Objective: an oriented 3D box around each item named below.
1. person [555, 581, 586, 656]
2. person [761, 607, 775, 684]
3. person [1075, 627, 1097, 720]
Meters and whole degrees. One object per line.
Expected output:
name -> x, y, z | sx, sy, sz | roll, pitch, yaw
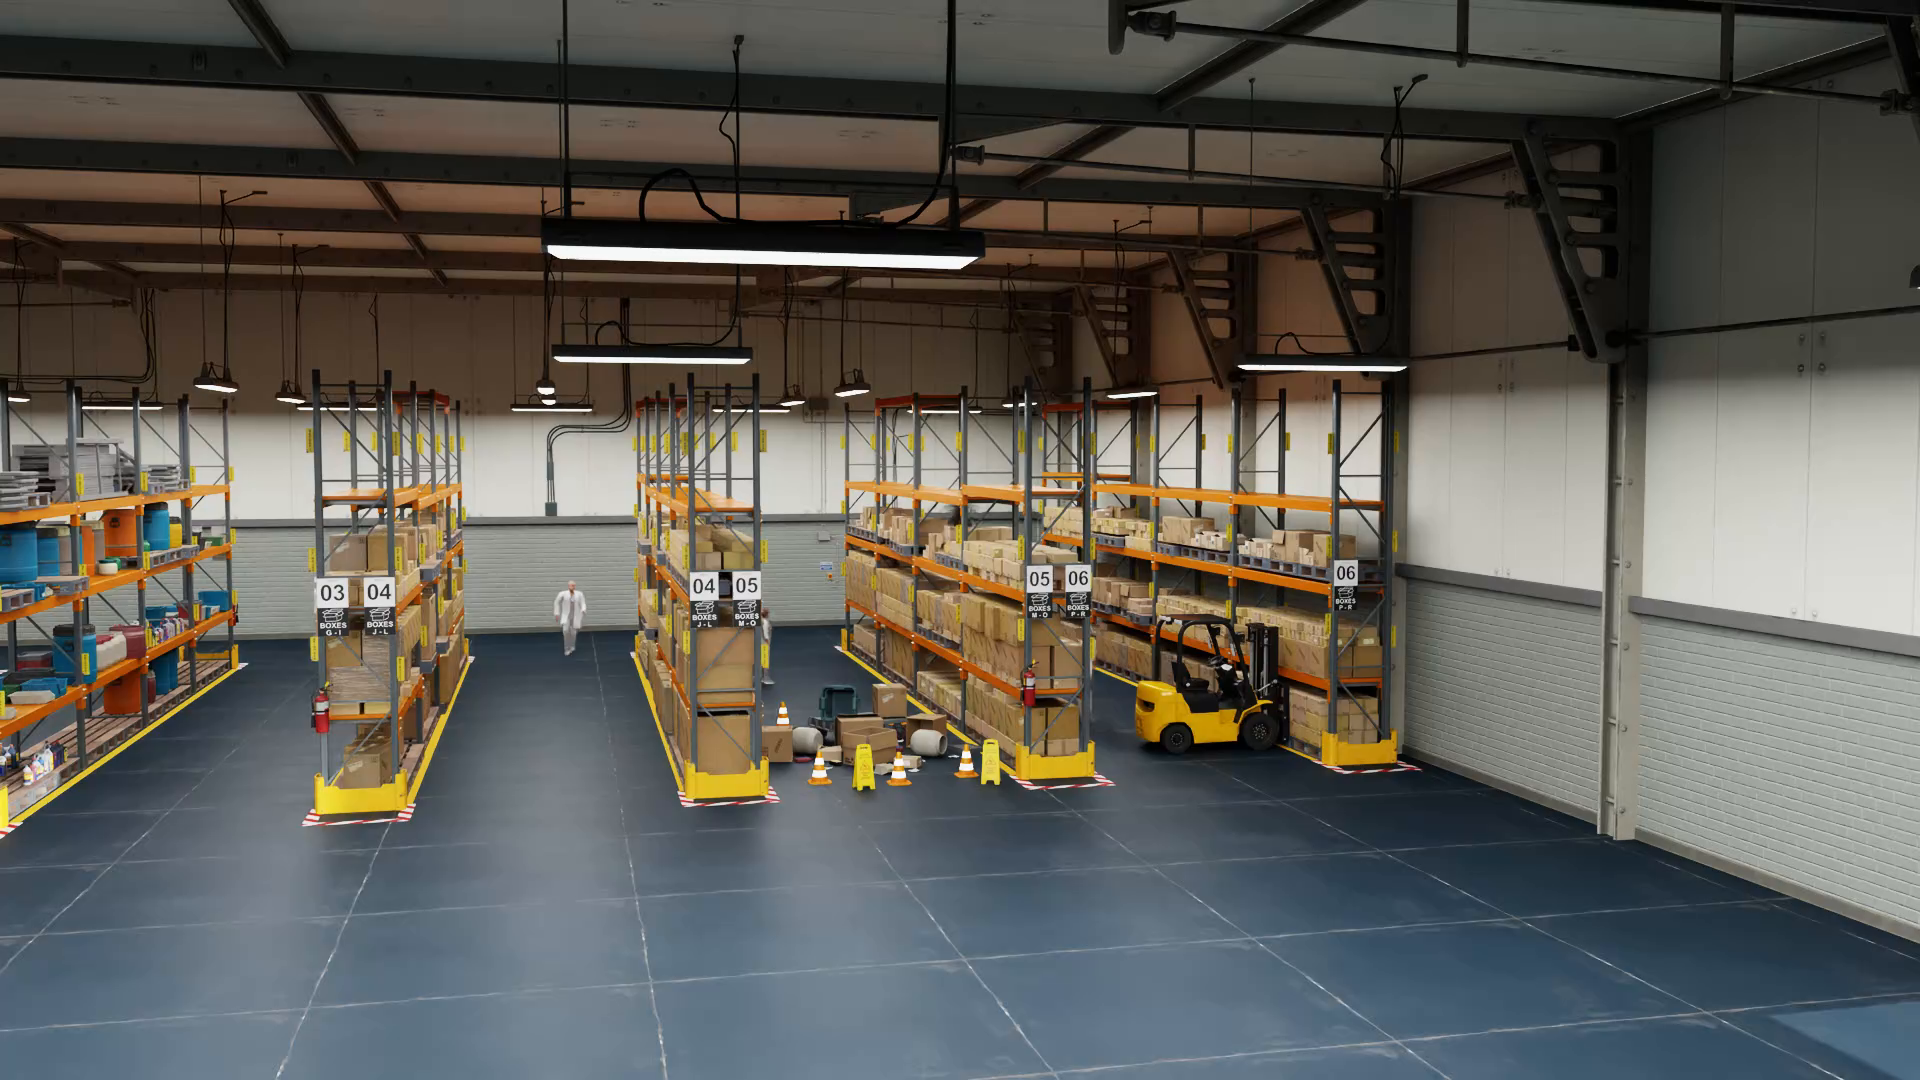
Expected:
person -> -9.310, 1.880, 39.740 | 0.723, 1.814, 0.935 | -1, 3, -13
person -> -4.059, 2.203, 34.646 | 0.365, 1.590, 0.459 | -2, 4, -27
person -> 2.149, 2.394, 30.150 | 0.706, 1.797, 0.729 | -1, 3, -13
